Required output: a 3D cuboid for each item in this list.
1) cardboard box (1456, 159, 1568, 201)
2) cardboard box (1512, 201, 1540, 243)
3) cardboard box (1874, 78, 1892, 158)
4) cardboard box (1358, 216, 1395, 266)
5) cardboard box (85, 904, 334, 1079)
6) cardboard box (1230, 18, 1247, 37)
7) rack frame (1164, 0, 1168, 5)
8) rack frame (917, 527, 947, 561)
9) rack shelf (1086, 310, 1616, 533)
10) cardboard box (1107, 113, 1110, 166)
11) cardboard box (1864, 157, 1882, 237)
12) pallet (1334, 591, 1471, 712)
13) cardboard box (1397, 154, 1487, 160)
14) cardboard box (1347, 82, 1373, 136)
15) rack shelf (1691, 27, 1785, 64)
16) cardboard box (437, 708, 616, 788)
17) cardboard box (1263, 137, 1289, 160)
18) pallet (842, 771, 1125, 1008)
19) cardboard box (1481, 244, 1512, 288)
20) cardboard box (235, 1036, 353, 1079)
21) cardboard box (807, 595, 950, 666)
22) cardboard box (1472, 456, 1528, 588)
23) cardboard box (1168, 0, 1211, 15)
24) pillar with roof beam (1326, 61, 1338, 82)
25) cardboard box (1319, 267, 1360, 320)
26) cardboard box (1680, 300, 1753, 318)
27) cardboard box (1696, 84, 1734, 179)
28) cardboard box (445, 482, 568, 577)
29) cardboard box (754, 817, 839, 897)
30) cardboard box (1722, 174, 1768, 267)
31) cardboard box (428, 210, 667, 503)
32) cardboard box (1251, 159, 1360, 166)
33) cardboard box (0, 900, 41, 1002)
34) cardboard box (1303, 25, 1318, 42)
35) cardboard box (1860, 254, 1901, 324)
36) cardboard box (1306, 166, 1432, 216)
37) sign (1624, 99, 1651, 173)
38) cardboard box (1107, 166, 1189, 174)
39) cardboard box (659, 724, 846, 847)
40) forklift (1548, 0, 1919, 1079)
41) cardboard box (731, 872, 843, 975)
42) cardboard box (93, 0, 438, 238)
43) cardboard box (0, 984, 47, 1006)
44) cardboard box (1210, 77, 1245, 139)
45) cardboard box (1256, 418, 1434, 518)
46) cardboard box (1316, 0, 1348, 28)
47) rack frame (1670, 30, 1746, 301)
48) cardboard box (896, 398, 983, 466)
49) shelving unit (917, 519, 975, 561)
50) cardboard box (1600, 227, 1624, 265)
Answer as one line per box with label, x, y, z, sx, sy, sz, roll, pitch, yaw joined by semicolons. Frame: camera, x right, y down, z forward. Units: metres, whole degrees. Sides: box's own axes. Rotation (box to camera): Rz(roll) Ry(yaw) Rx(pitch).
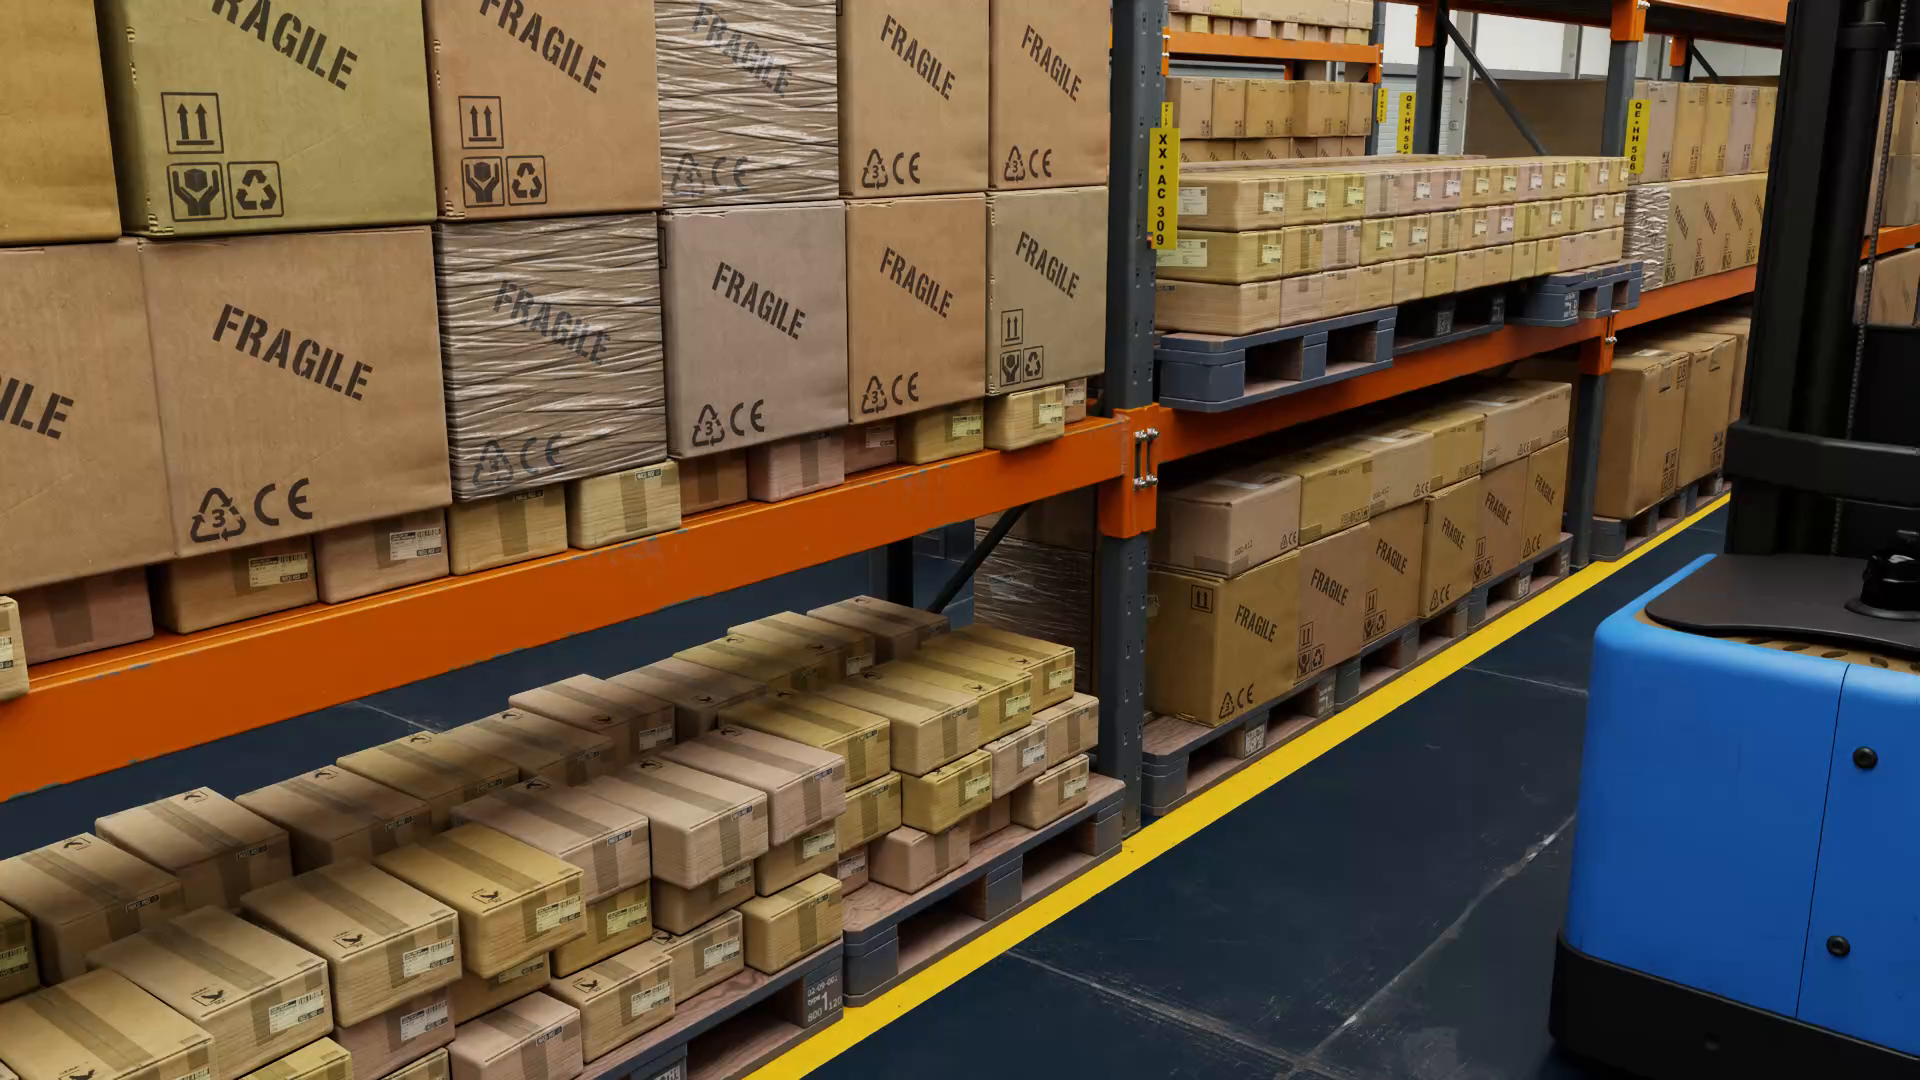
cardboard box;2.201;-1.447;6.677;0.380;0.149;0.250;12;19;39
cardboard box;2.040;-1.255;6.525;0.380;0.149;0.250;11;18;37
cardboard box;6.116;-3.025;11.939;0.875;0.550;0.550;11;18;38
cardboard box;1.219;-1.005;5.541;0.380;0.149;0.250;10;18;35
cardboard box;-1.364;0.822;3.023;0.380;0.149;0.250;10;17;35
cardboard box;2.271;-4.455;14.487;0.380;0.149;0.250;11;18;36
rack frame;1.242;-5.812;13.225;1.000;3.000;0.127;11;18;38
rack frame;-0.226;-0.658;8.167;0.400;1.500;0.023;11;18;38
rack shelf;1.385;-0.660;6.590;1.077;0.370;4.000;11;18;38
cardboard box;0.820;-3.081;13.000;0.500;0.500;0.500;11;18;38
cardboard box;6.137;-2.497;12.055;0.875;0.550;0.550;11;18;38
pallet;1.382;0.342;6.848;1.003;0.211;1.213;11;18;38
cardboard box;2.198;-1.702;7.681;0.380;0.149;0.250;11;18;38
cardboard box;3.605;-4.216;16.289;0.700;0.500;0.500;11;18;36
rack shelf;6.413;-3.646;12.251;1.077;0.370;4.000;11;18;38
cardboard box;-1.067;0.552;4.086;0.380;0.149;0.250;10;18;35
cardboard box;2.660;-3.432;15.233;0.500;0.500;0.500;12;18;38
pallet;-0.267;0.860;4.809;1.003;0.211;1.213;11;18;38
cardboard box;1.879;-1.063;6.373;0.380;0.149;0.250;12;19;39
cardboard box;-1.311;0.977;3.017;0.380;0.149;0.250;12;19;39
cardboard box;-0.250;0.298;5.086;0.380;0.149;0.250;12;19;40
cardboard box;2.102;-0.118;7.221;0.500;0.500;0.500;12;19;40
cardboard box;1.731;-4.472;13.741;0.500;0.250;0.500;11;18;36
pillar with roof beam;9.645;-8.983;25.709;9.100;9.000;0.400;11;18;38
cardboard box;1.063;-0.813;5.388;0.380;0.149;0.250;11;18;38
cardboard box;4.835;-1.138;10.727;1.050;0.750;0.750;11;18;37
cardboard box;3.890;-2.303;9.362;0.700;0.500;0.500;11;18;37
cardboard box;-0.987;-0.056;3.261;0.380;0.149;0.250;12;19;40
cardboard box;-0.517;0.710;4.067;0.380;0.149;0.250;12;18;39
cardboard box;4.400;-1.871;9.694;0.500;0.500;0.500;11;18;38
cardboard box;-0.940;-0.392;3.268;0.500;0.500;0.500;11;18;36
cardboard box;1.376;-1.451;6.693;0.380;0.149;0.250;12;19;39
cardboard box;-1.984;0.781;3.185;0.380;0.149;0.250;11;18;36
cardboard box;3.094;-4.699;15.447;0.380;0.149;0.250;11;18;37
cardboard box;6.743;-1.789;13.034;0.875;0.875;0.875;11;18;37
cardboard box;1.386;-1.200;5.702;0.380;0.149;0.250;11;18;37
sign;3.070;-1.832;7.553;0.100;0.325;0.005;11;18;38
cardboard box;0.560;-1.204;5.718;0.380;0.149;0.250;11;18;36
cardboard box;-0.496;0.580;3.976;0.380;0.149;0.250;10;17;35
forklift;2.684;-0.411;4.288;1.130;2.935;3.031;11;18;38
cardboard box;-0.504;0.879;4.009;0.380;0.149;0.250;11;18;37
cardboard box;-1.241;-0.776;2.746;0.500;0.500;0.500;11;18;36
cardboard box;-1.951;0.929;3.205;0.380;0.149;0.250;10;18;35
cardboard box;2.025;-3.727;14.363;0.700;0.500;0.500;11;18;38
cardboard box;1.454;-0.281;6.338;0.500;0.250;0.500;12;19;40
cardboard box;3.316;-4.962;15.671;0.500;0.250;0.500;11;18;37
rack frame;5.156;-2.158;11.024;1.000;3.000;0.127;11;18;38
cardboard box;-0.161;-0.305;4.241;0.380;0.149;0.250;12;19;40
shelving unit;0.004;-0.728;8.443;0.431;1.500;0.755;11;18;38
cardboard box;2.689;-1.308;7.336;0.380;0.149;0.250;12;18;38
